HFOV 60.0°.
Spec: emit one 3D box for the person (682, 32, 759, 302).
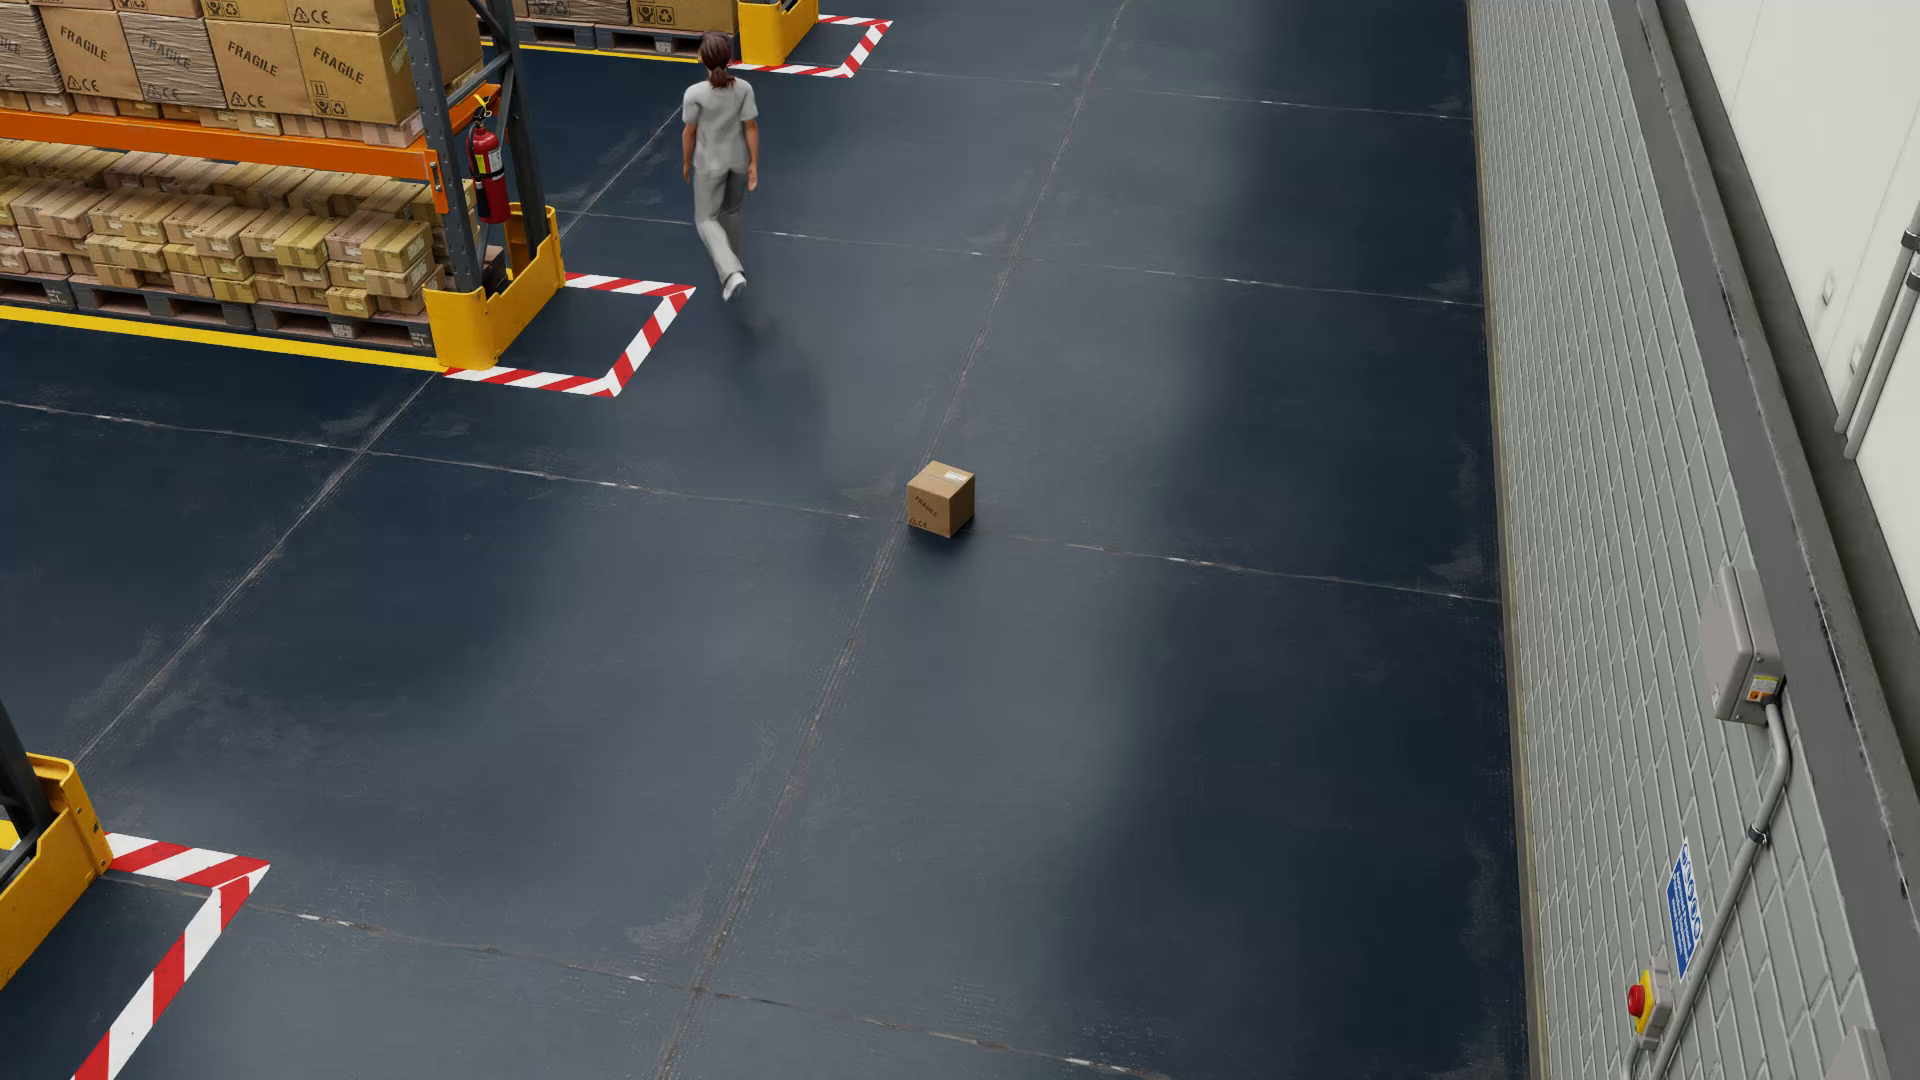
[{"bbox_3d":[-1.414,-2.236,9.948,0.442,1.639,0.846,-16,40,-21],"label":"person"}]
